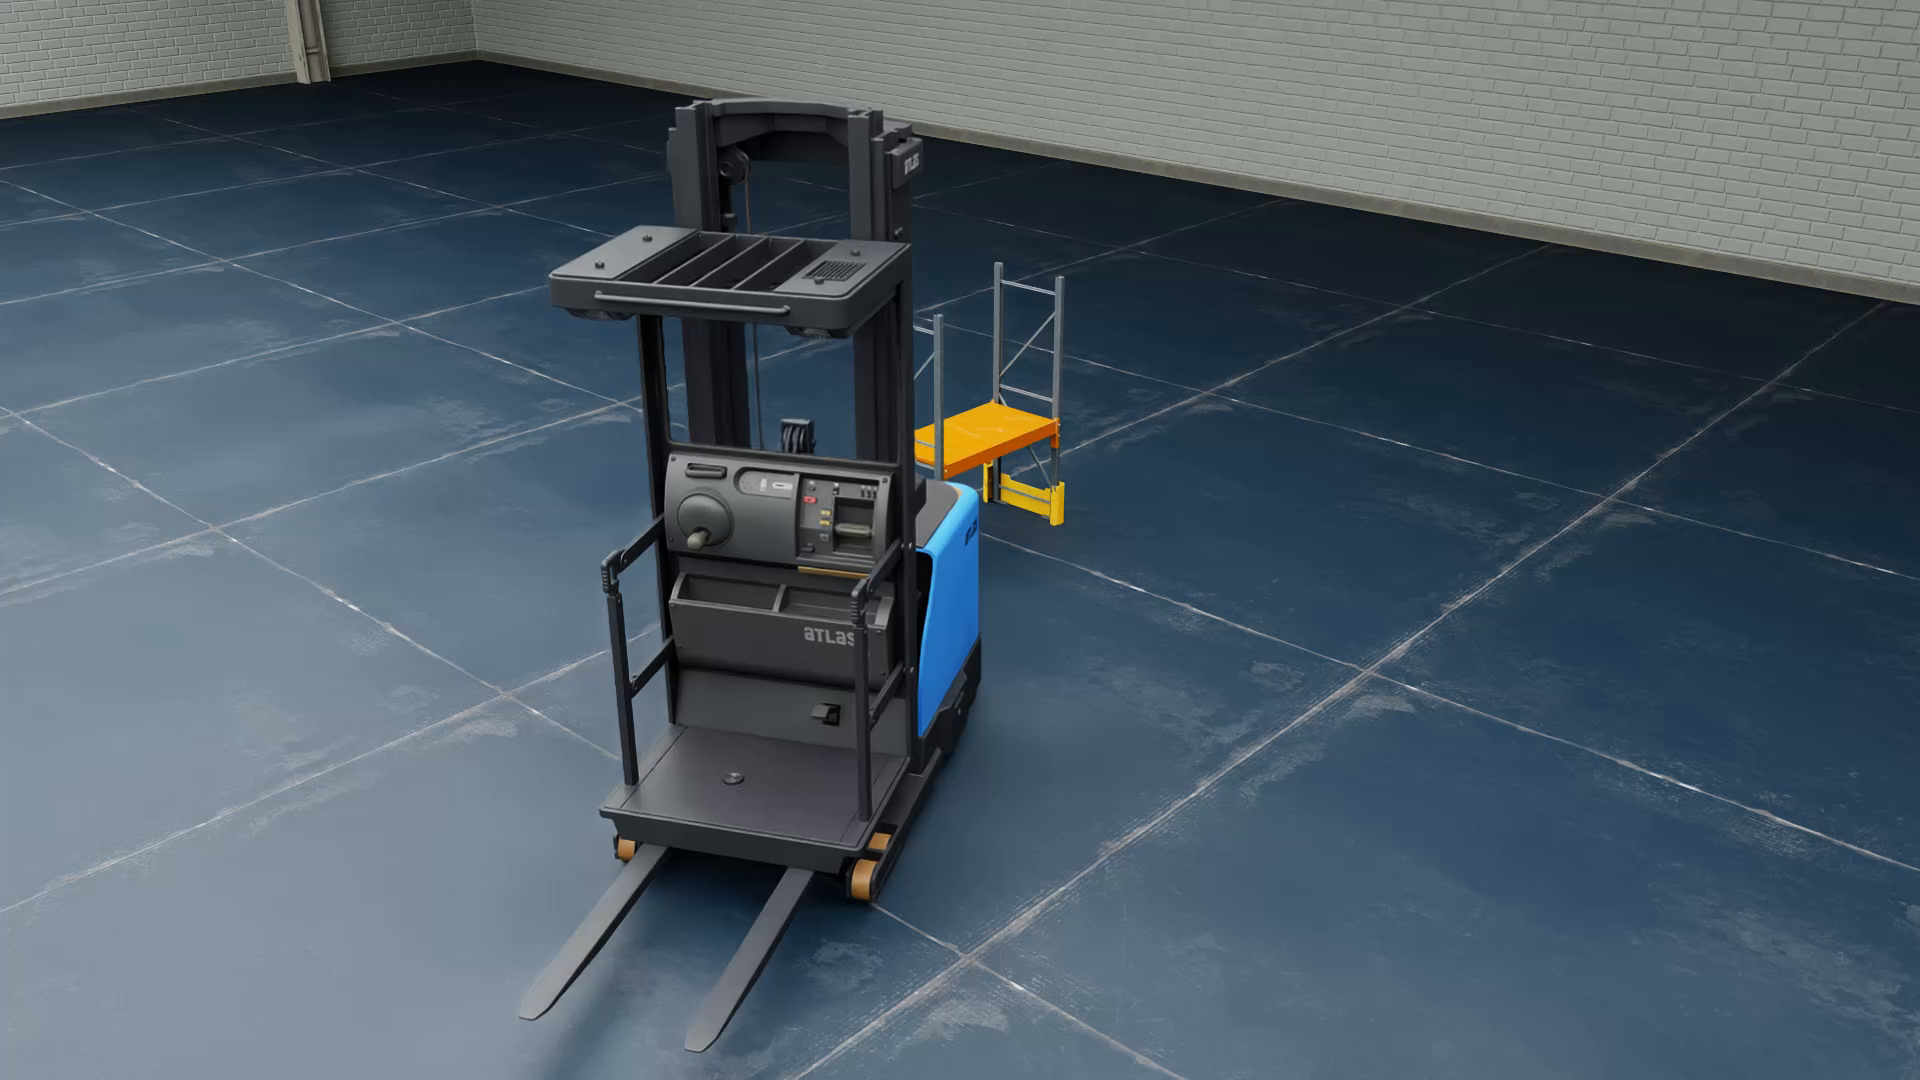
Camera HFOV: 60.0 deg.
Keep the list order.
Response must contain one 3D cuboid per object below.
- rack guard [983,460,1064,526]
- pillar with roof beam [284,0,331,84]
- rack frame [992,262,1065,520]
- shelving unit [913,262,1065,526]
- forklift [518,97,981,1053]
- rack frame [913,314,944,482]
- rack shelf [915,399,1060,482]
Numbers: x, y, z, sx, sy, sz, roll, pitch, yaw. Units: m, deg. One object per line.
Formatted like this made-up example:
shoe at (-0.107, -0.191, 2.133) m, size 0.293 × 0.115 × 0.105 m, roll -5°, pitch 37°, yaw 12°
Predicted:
rack guard at (0.383, -0.289, 10.089) m, size 0.587 × 0.250 × 0.087 m, roll 20°, pitch 31°, yaw 38°
pillar with roof beam at (-6.638, -9.924, 20.885) m, size 9.100 × 9.000 × 0.400 m, roll 20°, pitch 31°, yaw 38°
rack frame at (0.396, -0.865, 9.847) m, size 0.500 × 1.500 × 0.032 m, roll 20°, pitch 31°, yaw 38°
shelving unit at (0.051, -0.708, 9.495) m, size 0.587 × 1.500 × 1.083 m, roll 20°, pitch 31°, yaw 38°
forklift at (-0.776, -0.086, 6.360) m, size 1.130 × 2.935 × 3.031 m, roll 6°, pitch 25°, yaw 14°
rack frame at (-0.282, -0.555, 9.156) m, size 0.500 × 1.500 × 0.032 m, roll 20°, pitch 31°, yaw 38°
rack shelf at (0.057, -0.546, 9.575) m, size 0.538 × 0.185 × 1.000 m, roll 20°, pitch 31°, yaw 38°
